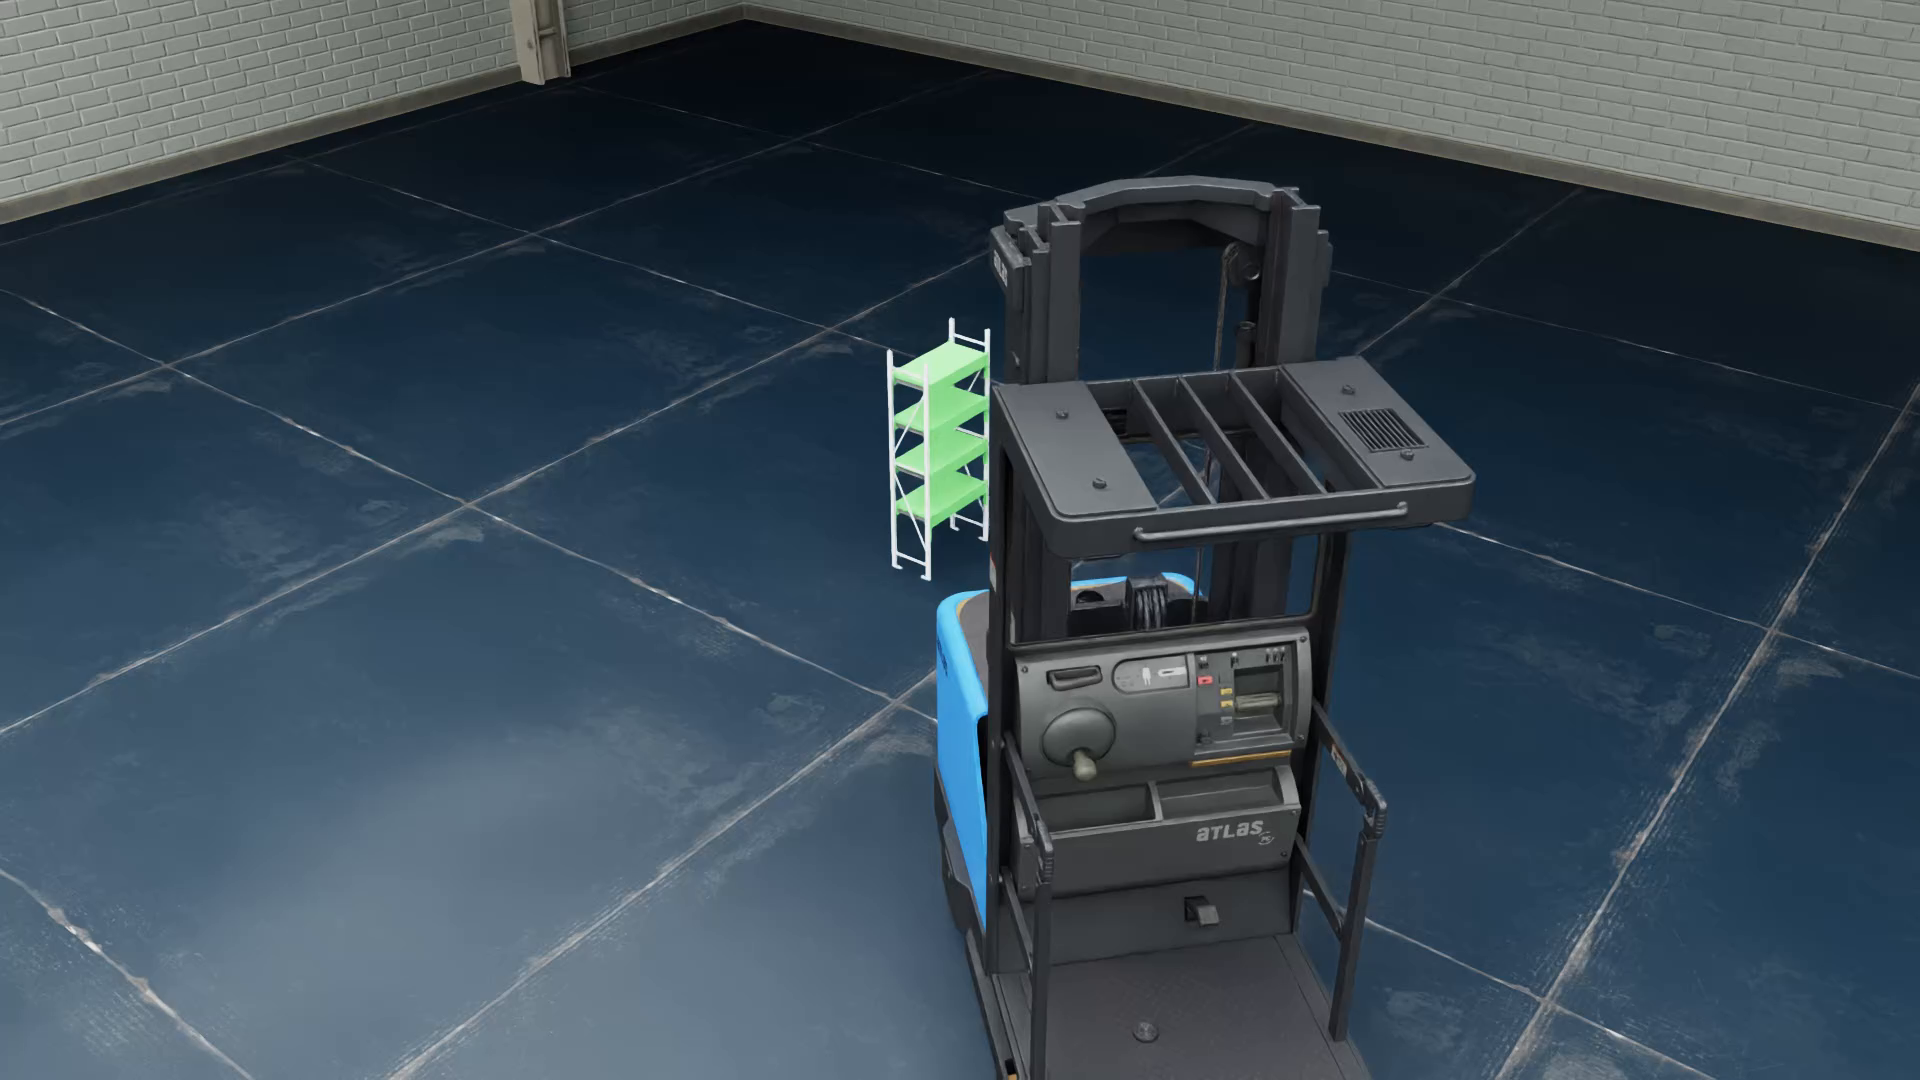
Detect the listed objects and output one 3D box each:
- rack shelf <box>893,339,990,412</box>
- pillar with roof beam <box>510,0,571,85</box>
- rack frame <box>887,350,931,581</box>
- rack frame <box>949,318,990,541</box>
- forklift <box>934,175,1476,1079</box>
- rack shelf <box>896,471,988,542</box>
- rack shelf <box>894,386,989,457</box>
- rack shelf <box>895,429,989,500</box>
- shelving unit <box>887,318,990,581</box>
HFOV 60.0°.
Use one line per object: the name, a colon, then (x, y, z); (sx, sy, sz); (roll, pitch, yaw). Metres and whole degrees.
rack shelf: (-0.100, -0.807, 8.118); (0.258, 0.148, 0.480); (21, 37, 31)
pillar with roof beam: (-0.668, -7.121, 11.940); (9.100, 9.000, 0.400); (21, 37, 31)
rack frame: (-0.247, -0.350, 8.163); (0.240, 1.200, 0.015); (21, 37, 31)
rack frame: (0.047, -0.548, 8.498); (0.240, 1.200, 0.015); (21, 37, 31)
forklift: (0.675, 0.558, 4.934); (1.130, 2.935, 3.031); (-6, 31, -9)
rack shelf: (-0.100, -0.187, 8.486); (0.258, 0.148, 0.480); (21, 37, 31)
rack shelf: (-0.100, -0.600, 8.241); (0.258, 0.148, 0.480); (21, 37, 31)
rack shelf: (-0.100, -0.394, 8.363); (0.258, 0.148, 0.480); (21, 37, 31)
shelving unit: (-0.100, -0.449, 8.331); (0.258, 1.200, 0.503); (21, 37, 31)
